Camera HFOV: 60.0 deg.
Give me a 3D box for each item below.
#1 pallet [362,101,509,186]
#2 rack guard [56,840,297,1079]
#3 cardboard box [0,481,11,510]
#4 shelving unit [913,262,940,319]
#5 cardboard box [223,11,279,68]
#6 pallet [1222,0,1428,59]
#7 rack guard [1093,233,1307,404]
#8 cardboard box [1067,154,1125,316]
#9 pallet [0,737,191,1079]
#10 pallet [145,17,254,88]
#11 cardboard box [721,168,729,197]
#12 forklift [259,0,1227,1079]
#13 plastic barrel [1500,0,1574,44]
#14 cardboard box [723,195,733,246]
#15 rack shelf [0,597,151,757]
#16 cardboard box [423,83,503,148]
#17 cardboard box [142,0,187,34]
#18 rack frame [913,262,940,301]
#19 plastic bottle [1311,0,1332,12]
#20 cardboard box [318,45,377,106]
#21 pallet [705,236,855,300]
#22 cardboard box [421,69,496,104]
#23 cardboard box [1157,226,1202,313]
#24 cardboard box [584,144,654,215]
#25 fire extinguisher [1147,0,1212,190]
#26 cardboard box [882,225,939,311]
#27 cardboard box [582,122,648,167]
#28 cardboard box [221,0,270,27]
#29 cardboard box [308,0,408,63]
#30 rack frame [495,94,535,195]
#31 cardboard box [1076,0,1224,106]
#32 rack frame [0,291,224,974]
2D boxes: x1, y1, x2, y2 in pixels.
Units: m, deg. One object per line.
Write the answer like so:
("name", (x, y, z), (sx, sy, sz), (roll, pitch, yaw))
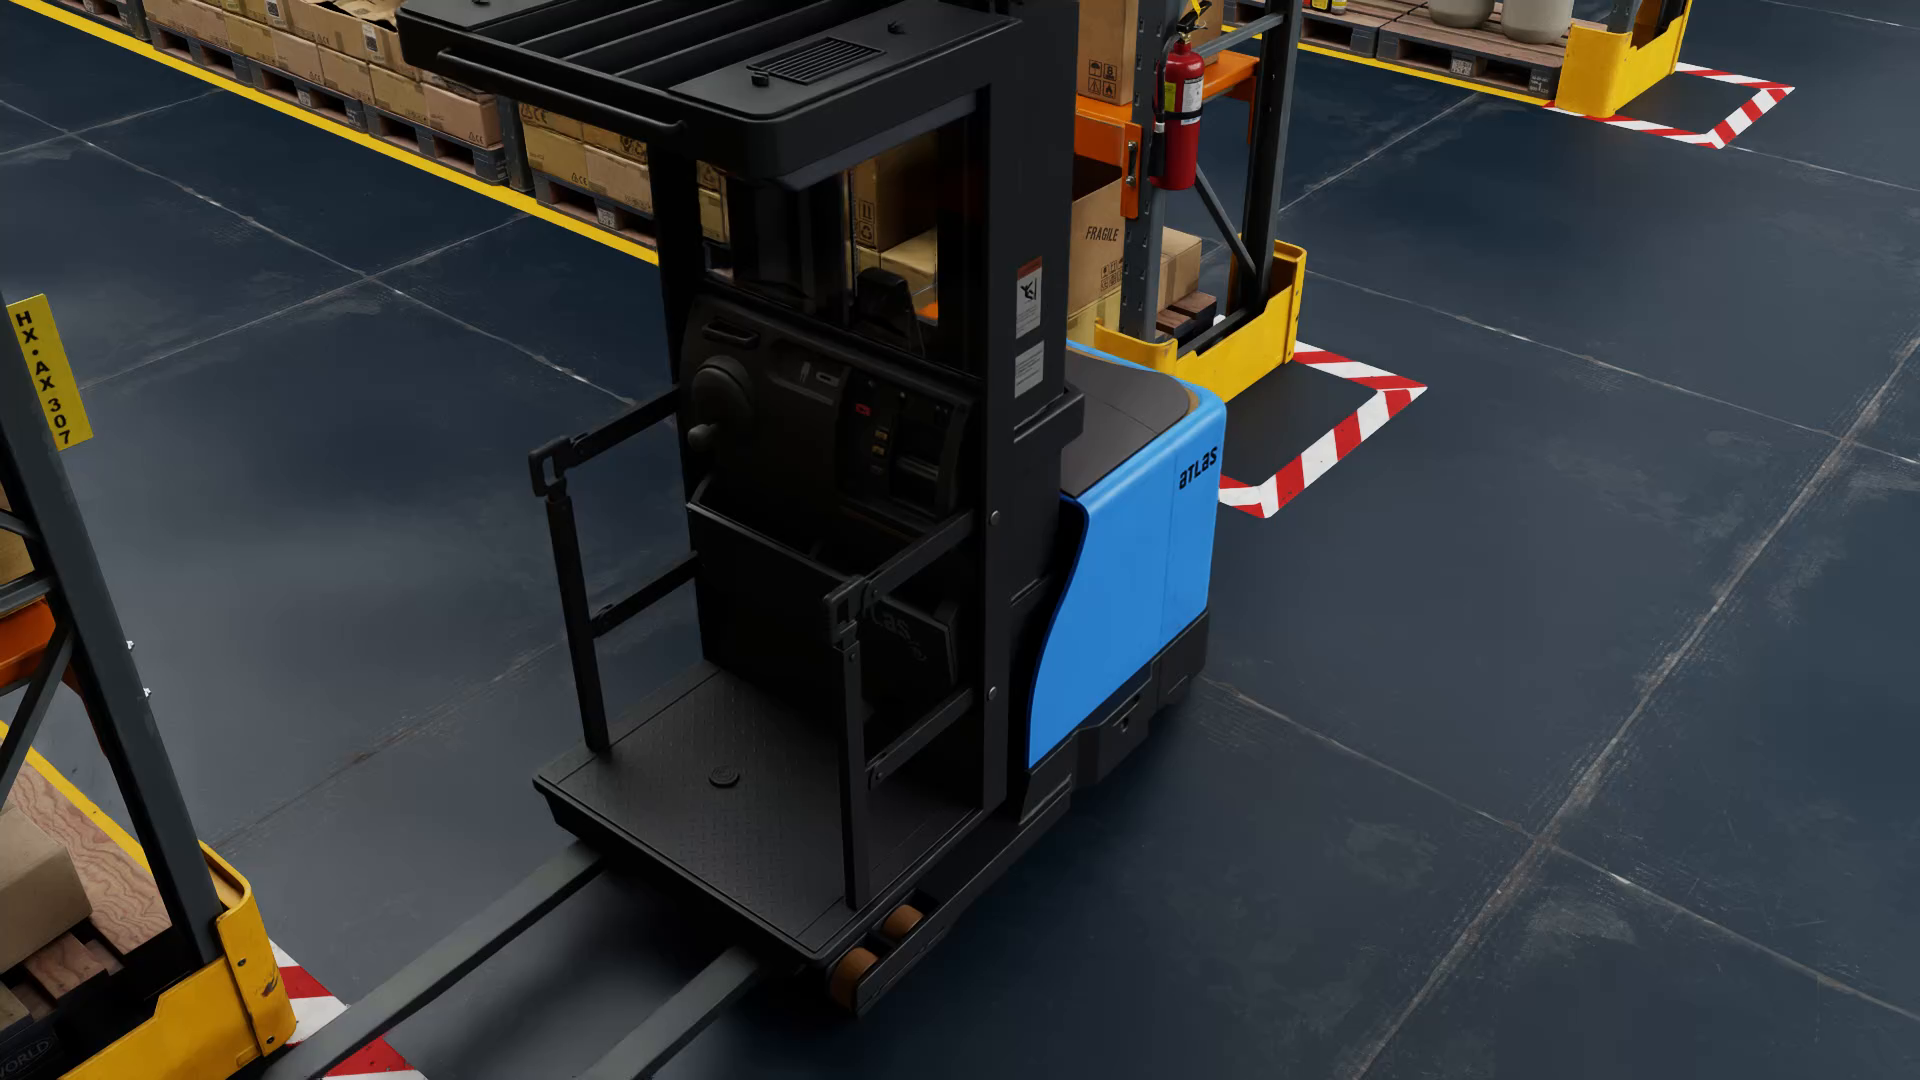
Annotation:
("pallet", (-2.667, -2.439, 9.615), (1.213, 0.211, 1.003), (25, 42, 32))
("rack guard", (-2.227, 1.270, 3.960), (0.348, 0.500, 1.175), (25, 42, 32))
("cardboard box", (-2.343, -0.292, 3.479), (0.500, 0.500, 0.500), (25, 42, 32))
("shelving unit", (-0.041, -0.452, 5.981), (0.252, 1.050, 0.215), (25, 42, 32))
("cardboard box", (-4.145, -3.142, 10.234), (0.500, 0.250, 0.500), (24, 41, 31))
("pallet", (2.527, -3.640, 11.363), (1.213, 0.211, 1.003), (25, 42, 32))
("rack guard", (1.016, -0.851, 7.047), (0.348, 0.500, 1.175), (25, 42, 32))
("cardboard box", (0.395, -1.303, 6.894), (0.500, 0.500, 0.500), (25, 42, 32))
("pallet", (-2.829, 1.079, 4.492), (1.213, 0.211, 1.003), (25, 42, 32))
("pallet", (-4.543, -3.323, 10.902), (1.213, 0.211, 1.003), (25, 42, 32))
("cardboard box", (-0.766, -1.841, 7.676), (0.500, 0.500, 0.500), (25, 42, 32))
("forklift", (-0.486, -0.273, 4.059), (1.130, 2.935, 3.031), (24, 41, 31))
("plastic barrel", (3.615, -3.396, 10.372), (0.421, 0.512, 0.421), (0, 34, 0))
("cardboard box", (-0.764, -1.533, 7.891), (0.500, 0.250, 0.500), (25, 42, 32))
("rack shelf", (-3.706, -0.161, 4.470), (4.000, 0.370, 1.077), (25, 42, 32))
("cardboard box", (-2.580, -2.402, 9.156), (0.500, 0.250, 0.500), (25, 42, 31))
("cardboard box", (-4.936, -3.510, 10.769), (0.500, 0.250, 0.500), (25, 42, 32))
("rack frame", (-0.135, -0.496, 6.045), (0.008, 1.050, 0.200), (25, 42, 32))
("plastic bottle", (2.377, -3.614, 10.873), (0.133, 0.283, 0.061), (26, 42, 33))
("cardboard box", (-3.361, -2.771, 9.694), (0.500, 0.250, 0.500), (26, 42, 33))
("pallet", (-0.550, -1.441, 8.162), (1.213, 0.211, 1.003), (25, 42, 32))
("cardboard box", (-2.571, -2.631, 8.994), (0.500, 0.311, 0.500), (25, 42, 32))
("cardboard box", (0.728, -1.220, 7.435), (0.500, 0.250, 0.500), (25, 42, 32))
("cardboard box", (-1.533, -1.895, 8.418), (0.500, 0.250, 0.500), (25, 42, 32))
("fire extinguisher", (0.791, -1.613, 6.017), (0.183, 0.674, 0.296), (25, 42, 32))
("cardboard box", (0.005, -1.171, 7.363), (0.500, 0.250, 0.500), (25, 42, 32))
("cardboard box", (-1.531, -2.205, 8.207), (0.500, 0.500, 0.500), (25, 42, 32))
("cardboard box", (-4.136, -3.368, 10.068), (0.500, 0.311, 0.500), (24, 41, 31))
("cardboard box", (-3.357, -2.999, 9.530), (0.500, 0.311, 0.500), (25, 42, 32))
("rack frame", (-2.076, -3.339, 8.462), (0.127, 3.000, 1.000), (25, 42, 32))
("cardboard box", (0.647, -2.106, 6.578), (0.500, 0.500, 0.700), (25, 42, 32))
("rack frame", (-2.169, 0.267, 3.212), (0.127, 3.000, 1.000), (25, 42, 32))
